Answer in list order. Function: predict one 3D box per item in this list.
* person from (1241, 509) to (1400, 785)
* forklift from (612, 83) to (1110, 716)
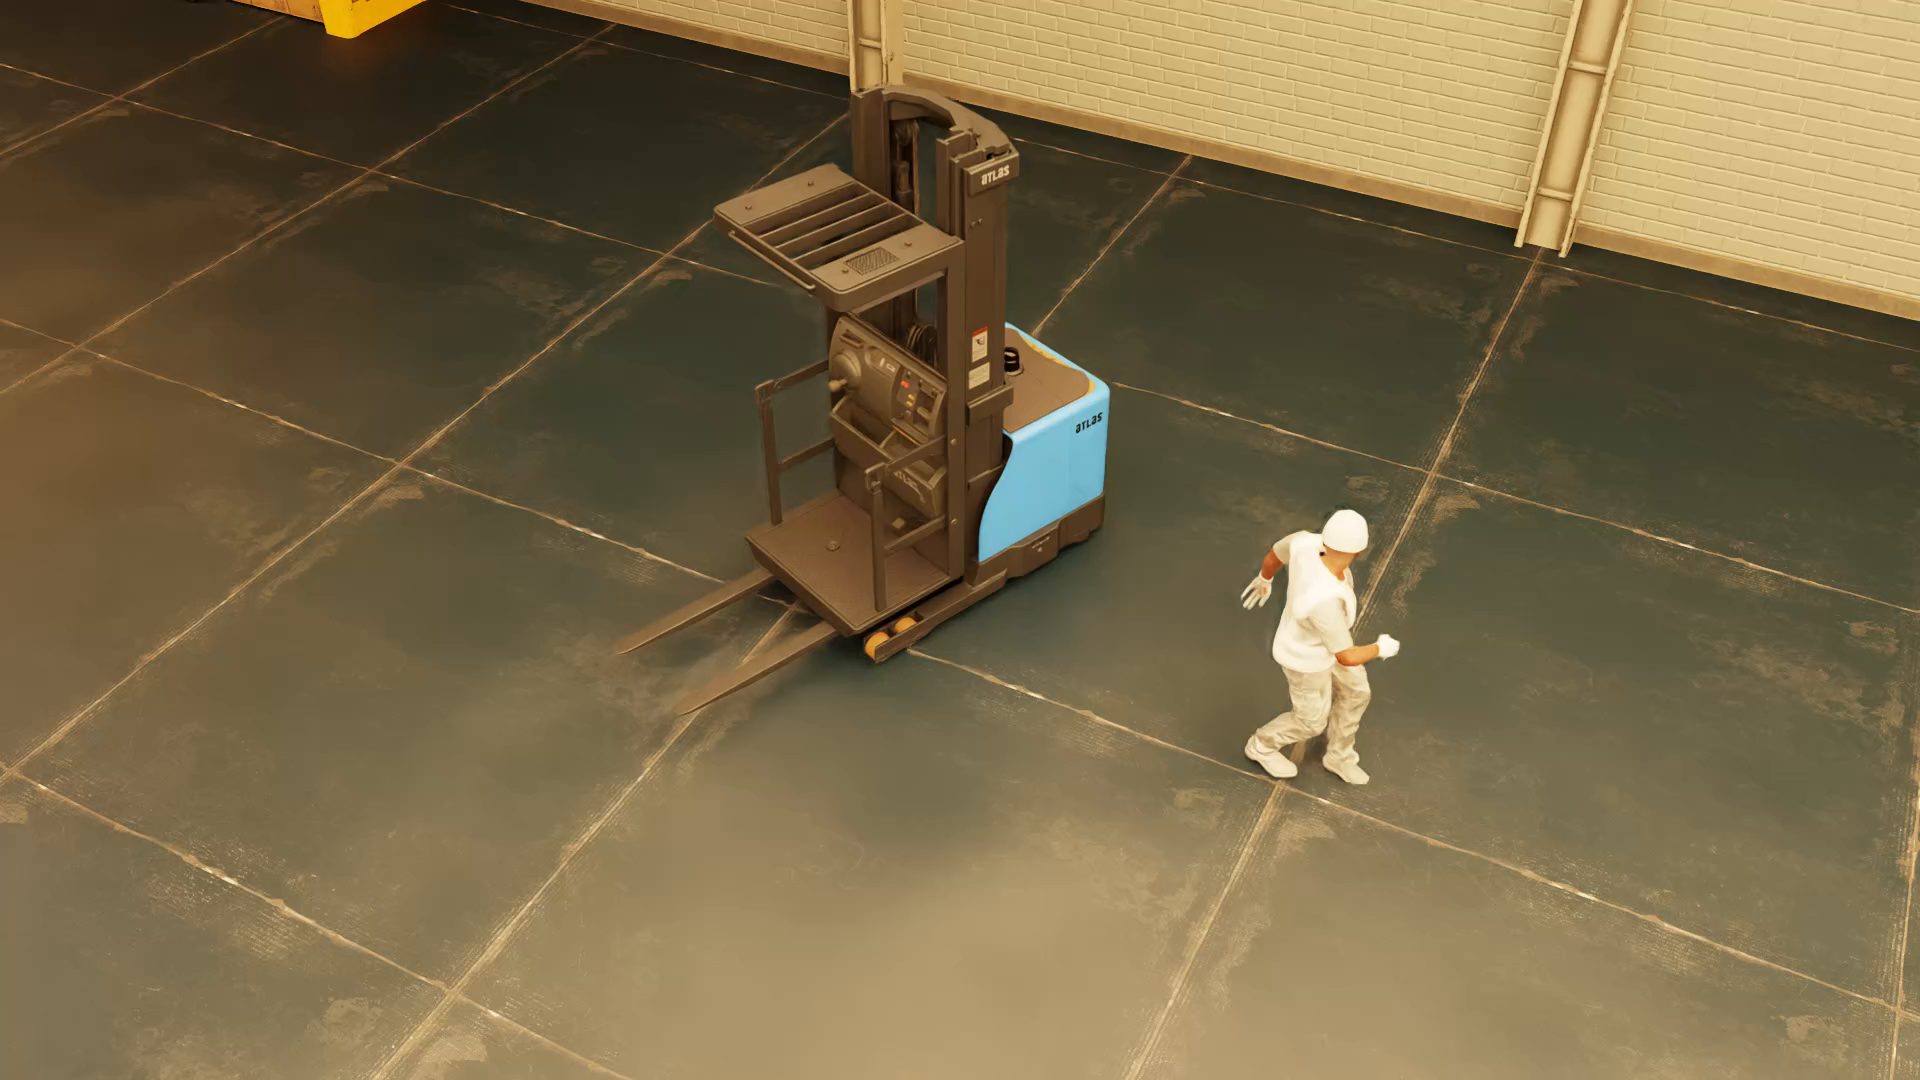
[{"bbox_3d":[1.764,0.558,8.312,0.869,1.775,0.620,15,42,17],"label":"person"},{"bbox_3d":[-0.560,-0.815,8.954,3.031,2.935,1.130,-29,48,-30],"label":"forklift"}]
